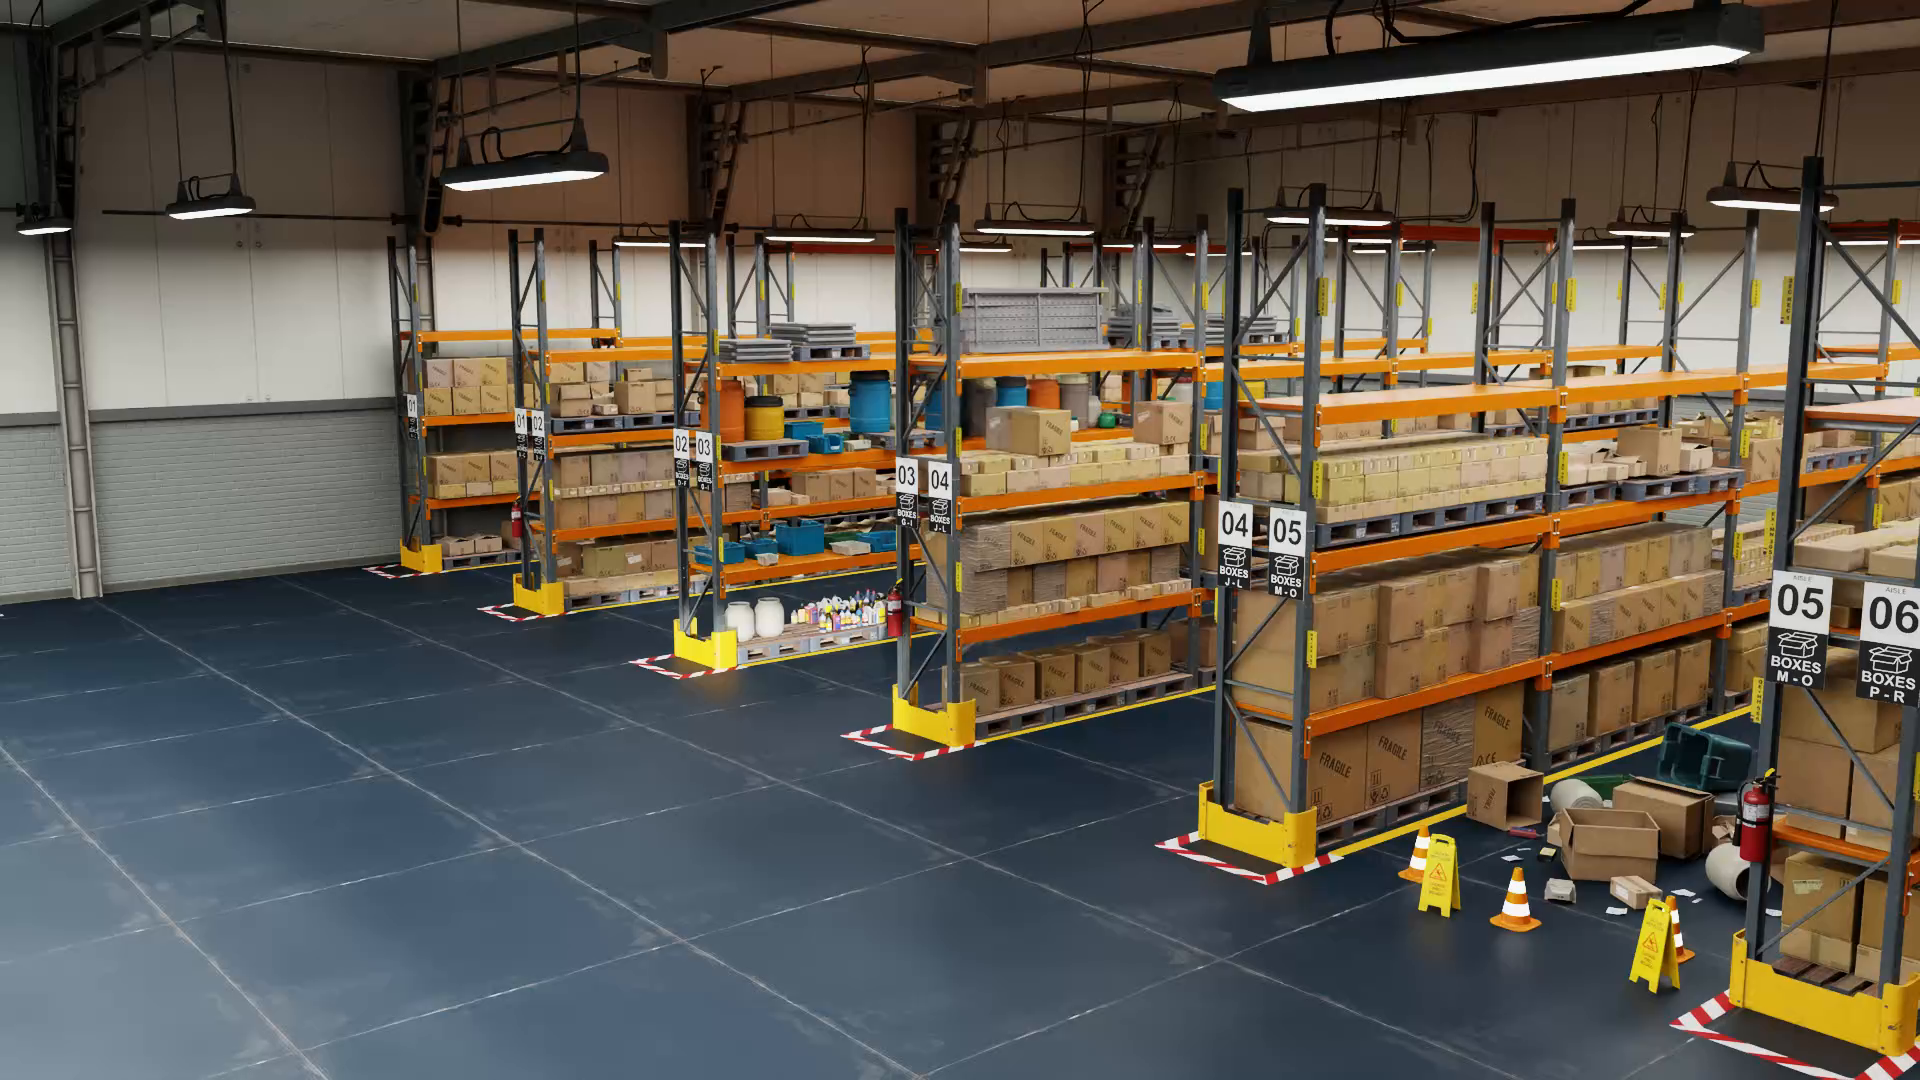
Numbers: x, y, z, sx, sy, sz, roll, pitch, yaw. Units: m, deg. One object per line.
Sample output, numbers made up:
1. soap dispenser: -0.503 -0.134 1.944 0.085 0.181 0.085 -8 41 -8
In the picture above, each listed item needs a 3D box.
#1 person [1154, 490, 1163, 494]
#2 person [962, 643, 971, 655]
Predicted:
1. person: 3.976 -0.637 32.705 0.547 1.570 0.822 8 12 41
2. person: 0.159 0.664 22.167 0.582 1.681 0.672 7 11 40
